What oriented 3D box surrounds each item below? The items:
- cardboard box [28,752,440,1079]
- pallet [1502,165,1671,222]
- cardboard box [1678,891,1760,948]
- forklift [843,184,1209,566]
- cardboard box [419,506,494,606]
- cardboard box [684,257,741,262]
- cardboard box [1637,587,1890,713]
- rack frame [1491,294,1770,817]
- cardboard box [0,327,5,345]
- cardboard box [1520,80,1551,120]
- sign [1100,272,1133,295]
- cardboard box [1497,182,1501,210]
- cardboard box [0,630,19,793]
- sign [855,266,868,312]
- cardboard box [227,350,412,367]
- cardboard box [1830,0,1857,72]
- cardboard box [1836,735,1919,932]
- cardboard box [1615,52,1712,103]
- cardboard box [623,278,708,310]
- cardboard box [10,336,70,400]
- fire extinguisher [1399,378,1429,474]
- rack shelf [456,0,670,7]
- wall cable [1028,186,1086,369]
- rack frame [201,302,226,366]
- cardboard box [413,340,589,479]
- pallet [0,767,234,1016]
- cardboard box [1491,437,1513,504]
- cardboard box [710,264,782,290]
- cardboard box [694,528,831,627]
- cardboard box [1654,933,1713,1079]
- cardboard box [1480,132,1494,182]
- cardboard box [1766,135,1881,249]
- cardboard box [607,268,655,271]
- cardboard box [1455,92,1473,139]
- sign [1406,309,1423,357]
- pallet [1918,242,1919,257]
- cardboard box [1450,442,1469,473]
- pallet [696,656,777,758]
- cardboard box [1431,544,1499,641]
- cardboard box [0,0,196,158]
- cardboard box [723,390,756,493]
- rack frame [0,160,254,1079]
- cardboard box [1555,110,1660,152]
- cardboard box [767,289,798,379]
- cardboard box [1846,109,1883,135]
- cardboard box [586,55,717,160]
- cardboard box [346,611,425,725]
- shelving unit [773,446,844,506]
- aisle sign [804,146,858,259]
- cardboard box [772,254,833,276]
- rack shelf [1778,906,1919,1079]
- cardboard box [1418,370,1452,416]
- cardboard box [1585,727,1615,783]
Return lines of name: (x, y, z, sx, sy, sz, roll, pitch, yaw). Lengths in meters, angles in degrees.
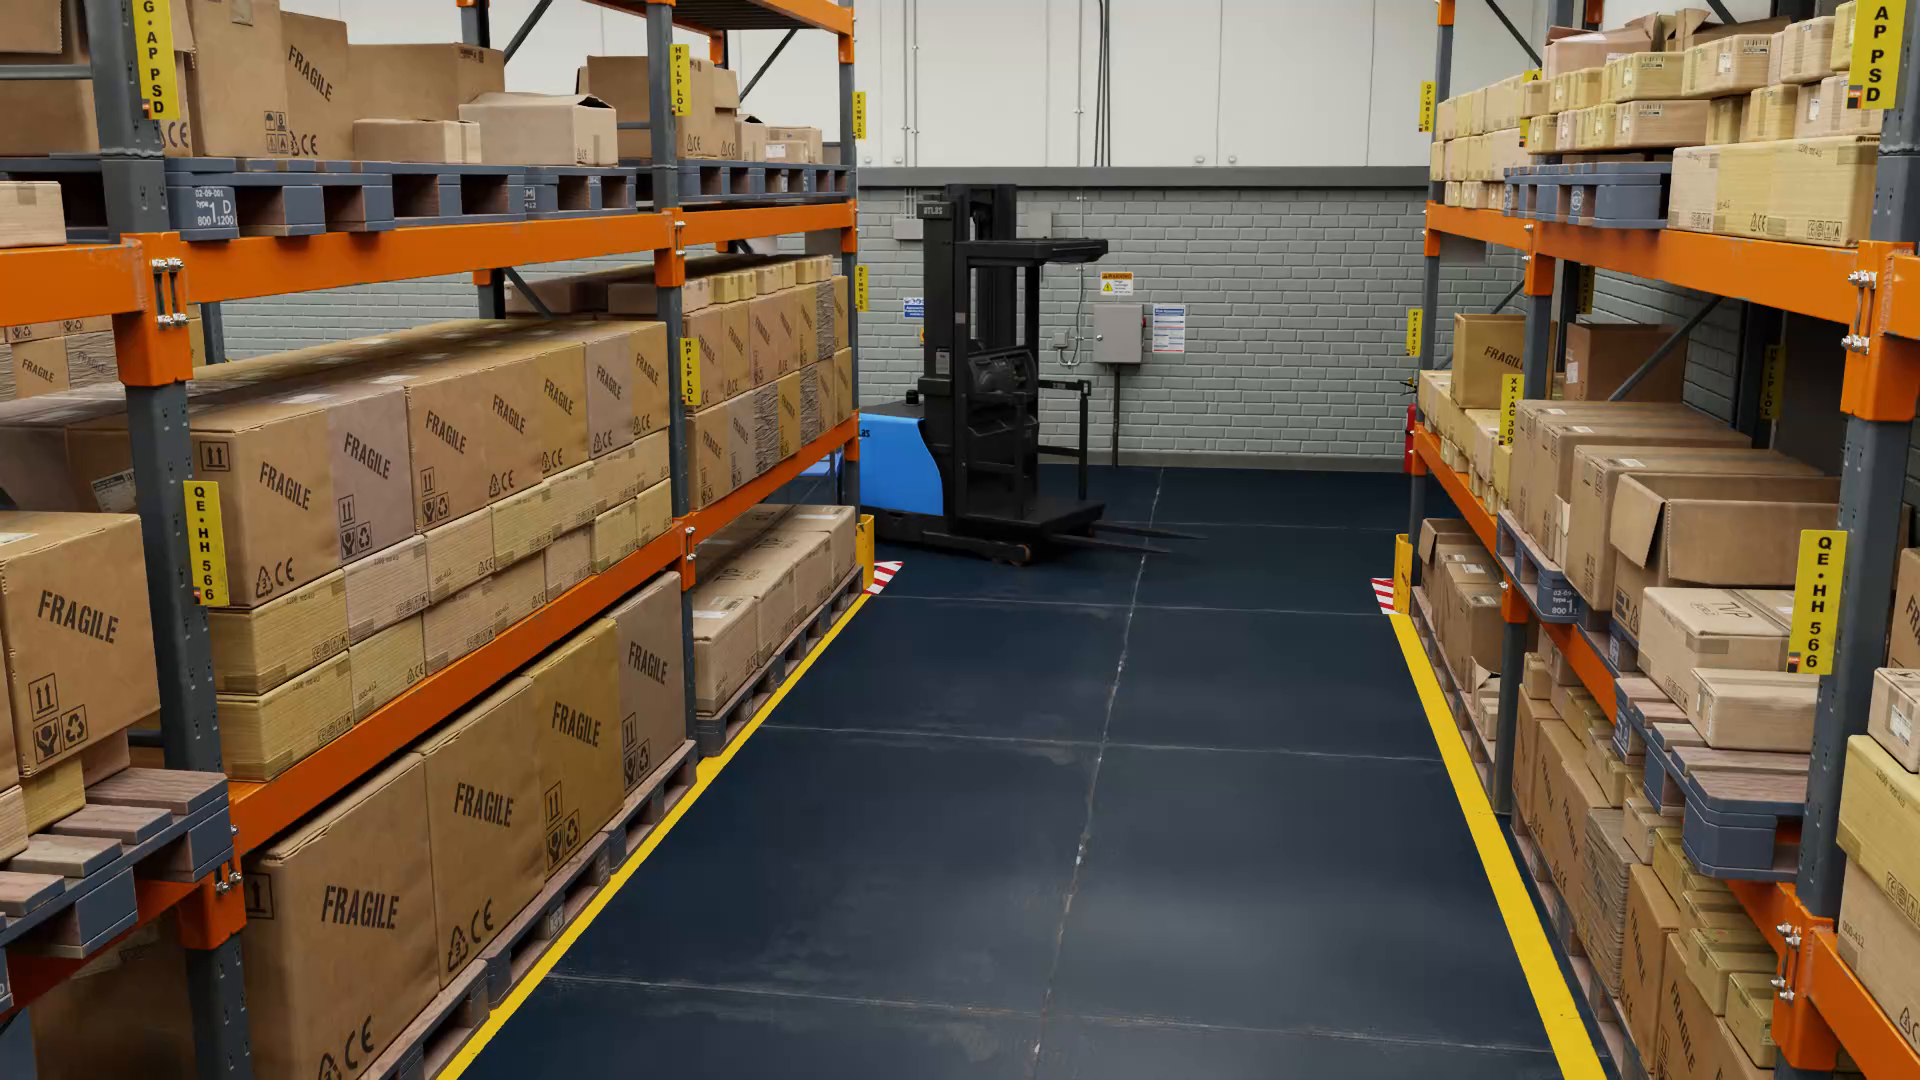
cardboard box: (-2.286, 1.214, 5.287, 0.875, 0.875, 0.875, 2, 12, 8)
pallet: (2.876, -1.392, 6.658, 1.213, 0.211, 1.003, 2, 12, 9)
cardboard box: (2.352, 1.159, 4.892, 0.380, 0.149, 0.250, 1, 12, 7)
forklift: (0.520, -1.358, 13.337, 3.031, 2.935, 1.130, 8, 15, 33)
cardboard box: (-1.983, 0.042, 5.846, 0.500, 0.250, 0.500, 2, 12, 8)
cardboard box: (-1.695, -1.826, 11.197, 0.380, 0.149, 0.250, 2, 12, 10)
cardboard box: (2.273, 0.320, 4.749, 0.500, 0.250, 0.500, 1, 12, 6)
rack frame: (3.046, -0.151, 7.573, 1.000, 3.000, 0.127, 2, 12, 9)
cardboard box: (-6.283, -1.432, 10.200, 0.500, 0.500, 0.500, 2, 12, 10)
cardboard box: (2.567, -1.846, 6.975, 0.380, 0.149, 0.250, 2, 12, 10)
sign: (1.631, -2.668, 17.294, 0.339, 0.242, 0.001, 2, 12, 9)
cardboard box: (3.013, -1.791, 8.660, 0.380, 0.149, 0.250, 2, 12, 11)
cardboard box: (-2.338, 0.334, 3.384, 0.500, 0.500, 0.500, 2, 12, 8)
sign: (-0.710, -1.805, 11.938, 0.100, 0.325, 0.005, 2, 12, 9)
cardboard box: (-2.415, -0.447, 6.338, 0.500, 0.500, 0.500, 2, 12, 8)
cardboard box: (2.192, -1.133, 3.713, 0.380, 0.149, 0.250, 2, 12, 10)
cardboard box: (2.097, 0.594, 3.285, 0.500, 0.250, 0.500, 2, 12, 9)
cardboard box: (2.388, -1.524, 5.479, 0.380, 0.149, 0.250, 2, 12, 9)
cardboard box: (-1.531, -1.277, 8.648, 0.380, 0.149, 0.250, 2, 12, 9)
cardboard box: (-6.205, -1.059, 10.844, 0.500, 0.500, 0.500, 3, 12, 11)
fire extinguisher: (3.227, -0.809, 11.696, 0.296, 0.674, 0.183, 2, 12, 9)
rack shelf: (-2.167, -2.280, 5.870, 1.077, 0.370, 4.000, 2, 12, 9)
wall cable: (1.003, -2.771, 17.321, 0.588, 1.984, 0.122, 2, 12, 9)
rack frame: (-6.151, -1.283, 12.826, 1.000, 3.000, 0.127, 2, 12, 9)
cardboard box: (-1.849, -0.535, 6.743, 0.500, 0.500, 0.500, 2, 12, 10)
pallet: (-2.479, 0.767, 3.768, 1.213, 0.211, 1.003, 2, 12, 9)
cardboard box: (2.883, -0.337, 8.086, 0.500, 0.250, 0.500, 2, 12, 10)
cardboard box: (-1.302, -1.596, 10.127, 0.380, 0.149, 0.250, 2, 12, 10)
cardboard box: (-1.379, 0.235, 10.868, 0.875, 0.438, 0.875, 2, 12, 10)
cardboard box: (2.371, 1.500, 4.851, 0.500, 0.500, 0.500, 2, 12, 8)
cardboard box: (3.033, -2.013, 8.742, 0.500, 0.250, 0.500, 2, 12, 10)
cardboard box: (2.270, -0.826, 3.942, 0.500, 0.250, 0.500, 1, 12, 7)
cardboard box: (-1.867, -1.504, 9.703, 0.380, 0.149, 0.250, 2, 12, 7)
cardboard box: (3.184, -2.472, 9.686, 0.500, 0.250, 0.500, 2, 12, 8)
sign: (3.125, -1.424, 11.427, 0.100, 0.325, 0.005, 2, 12, 9)
pallet: (2.415, -0.548, 2.745, 1.213, 0.211, 1.003, 2, 12, 11)
cardboard box: (3.072, -0.479, 9.693, 0.380, 0.149, 0.250, 2, 12, 10)
pallet: (-1.665, 0.896, 9.333, 1.003, 0.211, 1.213, 2, 12, 9)
cardboard box: (3.304, 0.334, 10.260, 0.700, 0.500, 0.500, 2, 12, 11)
cardboard box: (-2.565, -1.284, 4.468, 0.797, 0.503, 0.637, 1, 12, 5)
cardboard box: (-1.447, -0.554, 9.205, 0.500, 0.500, 0.500, 2, 12, 9)
rack frame: (-2.474, 0.522, 4.452, 1.000, 3.000, 0.127, 2, 12, 9)
cardboard box: (2.468, -1.541, 6.265, 0.380, 0.149, 0.250, 2, 12, 9)
cardboard box: (-1.293, -1.256, 10.091, 0.500, 0.500, 0.500, 2, 12, 8)
cardboard box: (2.248, -0.988, 3.746, 0.380, 0.149, 0.250, 2, 12, 10)
cardboard box: (-1.561, -2.196, 8.471, 0.500, 0.500, 0.500, 2, 12, 10)
cardboard box: (-2.089, 0.394, 5.402, 0.500, 0.250, 0.500, 2, 12, 7)
shelving unit: (-1.265, -0.739, 13.860, 0.538, 1.500, 1.048, 0, 12, -1)
aisle sign: (-0.926, -2.419, 11.929, 0.394, 0.787, 0.004, 2, 12, 9)
cardboard box: (-1.101, -1.917, 11.619, 0.380, 0.149, 0.250, 2, 12, 9)
rack shelf: (2.123, 1.450, 1.854, 1.077, 0.370, 4.000, 2, 12, 9)
cardboard box: (3.325, -0.970, 11.024, 0.500, 0.250, 0.500, 2, 12, 9)
cardboard box: (2.630, 0.837, 6.386, 0.380, 0.149, 0.250, 2, 12, 9)
